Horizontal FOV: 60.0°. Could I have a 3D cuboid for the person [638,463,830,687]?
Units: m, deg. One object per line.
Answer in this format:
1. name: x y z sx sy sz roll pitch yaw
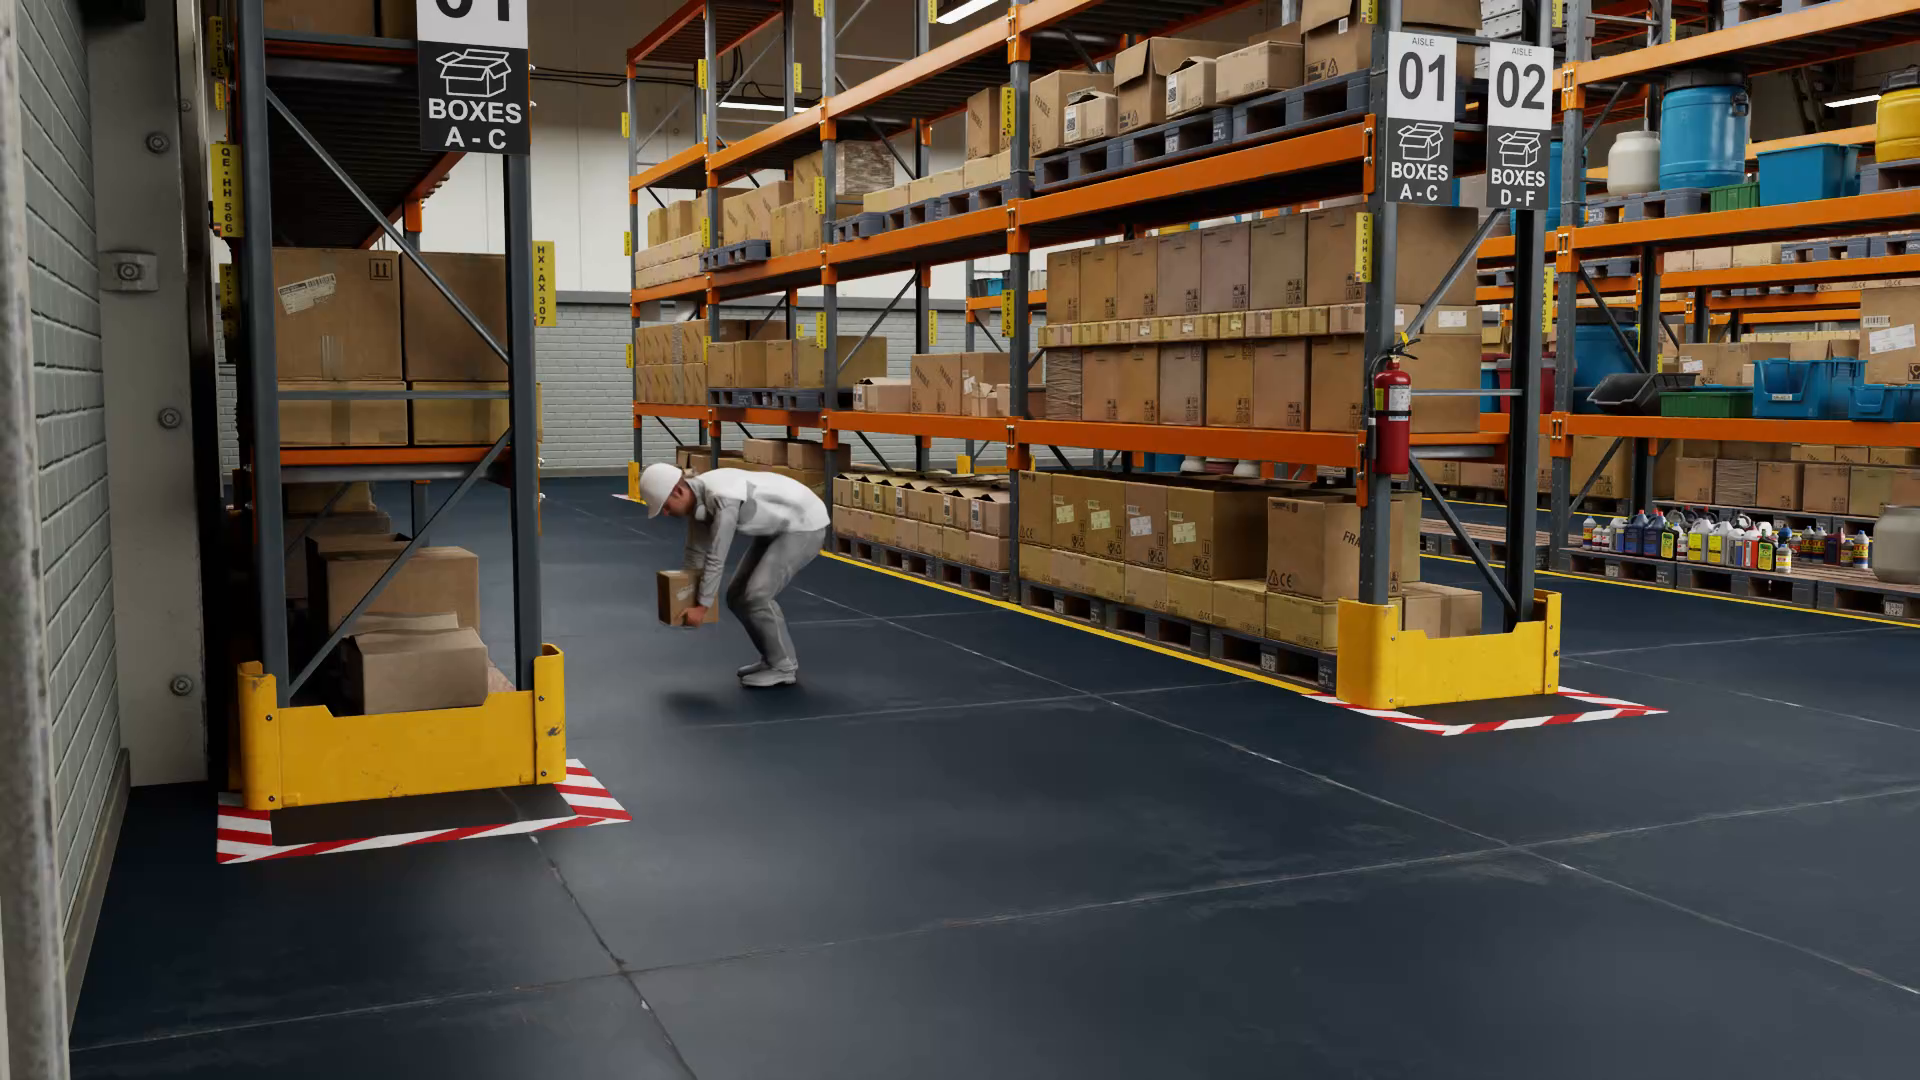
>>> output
1. person: -1.164 0.174 8.575 0.988 1.155 0.487 -3 6 -26
